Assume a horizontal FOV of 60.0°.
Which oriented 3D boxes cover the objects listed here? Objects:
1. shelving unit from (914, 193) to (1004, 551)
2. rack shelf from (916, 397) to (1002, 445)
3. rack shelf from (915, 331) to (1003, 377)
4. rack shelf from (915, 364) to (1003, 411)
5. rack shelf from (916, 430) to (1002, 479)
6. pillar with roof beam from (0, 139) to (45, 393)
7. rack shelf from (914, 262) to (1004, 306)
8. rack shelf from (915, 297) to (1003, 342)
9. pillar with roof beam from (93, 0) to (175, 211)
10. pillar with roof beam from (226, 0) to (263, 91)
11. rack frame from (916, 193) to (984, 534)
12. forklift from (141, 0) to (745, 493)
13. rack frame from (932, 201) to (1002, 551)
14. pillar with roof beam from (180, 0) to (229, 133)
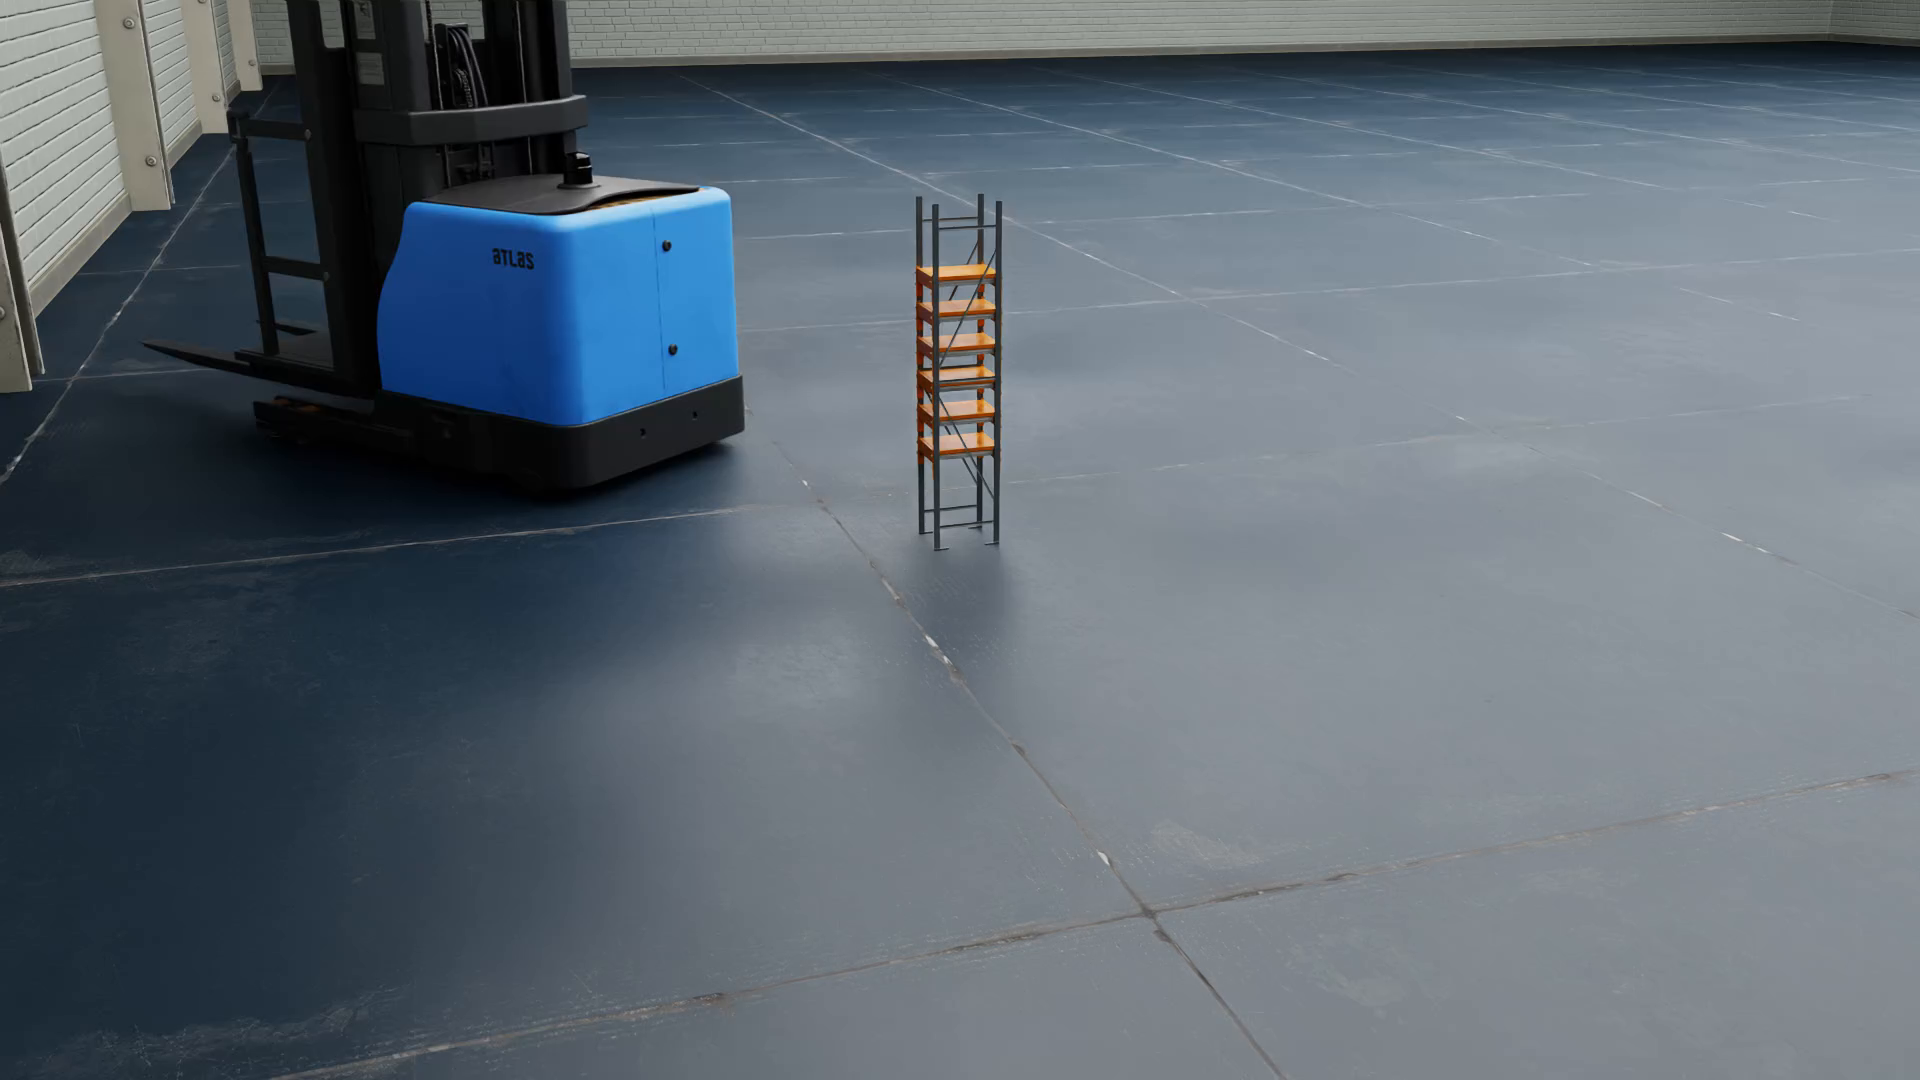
[{"bbox_3d":[-0.005,-0.569,5.727,0.258,1.200,0.189,-6,21,-17],"label":"shelving unit"},{"bbox_3d":[-0.005,-0.415,5.782,0.258,0.103,0.180,-6,21,-17],"label":"rack shelf"},{"bbox_3d":[-0.005,-0.640,5.701,0.258,0.103,0.180,-6,21,-17],"label":"rack shelf"},{"bbox_3d":[-0.005,-0.528,5.742,0.258,0.103,0.180,-6,21,-17],"label":"rack shelf"},{"bbox_3d":[-0.005,-0.302,5.823,0.258,0.103,0.180,-6,21,-17],"label":"rack shelf"},{"bbox_3d":[-0.532,-5.447,7.770,9.100,9.000,0.400,-6,21,-17],"label":"pillar with roof beam"},{"bbox_3d":[-0.005,-0.866,5.620,0.258,0.103,0.180,-6,21,-17],"label":"rack shelf"},{"bbox_3d":[-0.005,-0.753,5.660,0.258,0.103,0.180,-6,21,-17],"label":"rack shelf"},{"bbox_3d":[-2.418,-7.373,13.131,9.100,9.000,0.400,-6,21,-17],"label":"pillar with roof beam"},{"bbox_3d":[-6.189,-11.224,23.852,9.100,9.000,0.400,-6,21,-17],"label":"pillar with roof beam"},{"bbox_3d":[-0.033,-0.599,5.808,0.240,1.200,0.006,-6,21,-17],"label":"rack frame"},{"bbox_3d":[-2.420,-1.918,6.921,3.031,2.935,1.130,12,23,31],"label":"forklift"},{"bbox_3d":[0.024,-0.540,5.645,0.240,1.200,0.006,-6,21,-17],"label":"rack frame"},{"bbox_3d":[-4.304,-9.298,18.491,9.100,9.000,0.400,-6,21,-17],"label":"pillar with roof beam"}]
